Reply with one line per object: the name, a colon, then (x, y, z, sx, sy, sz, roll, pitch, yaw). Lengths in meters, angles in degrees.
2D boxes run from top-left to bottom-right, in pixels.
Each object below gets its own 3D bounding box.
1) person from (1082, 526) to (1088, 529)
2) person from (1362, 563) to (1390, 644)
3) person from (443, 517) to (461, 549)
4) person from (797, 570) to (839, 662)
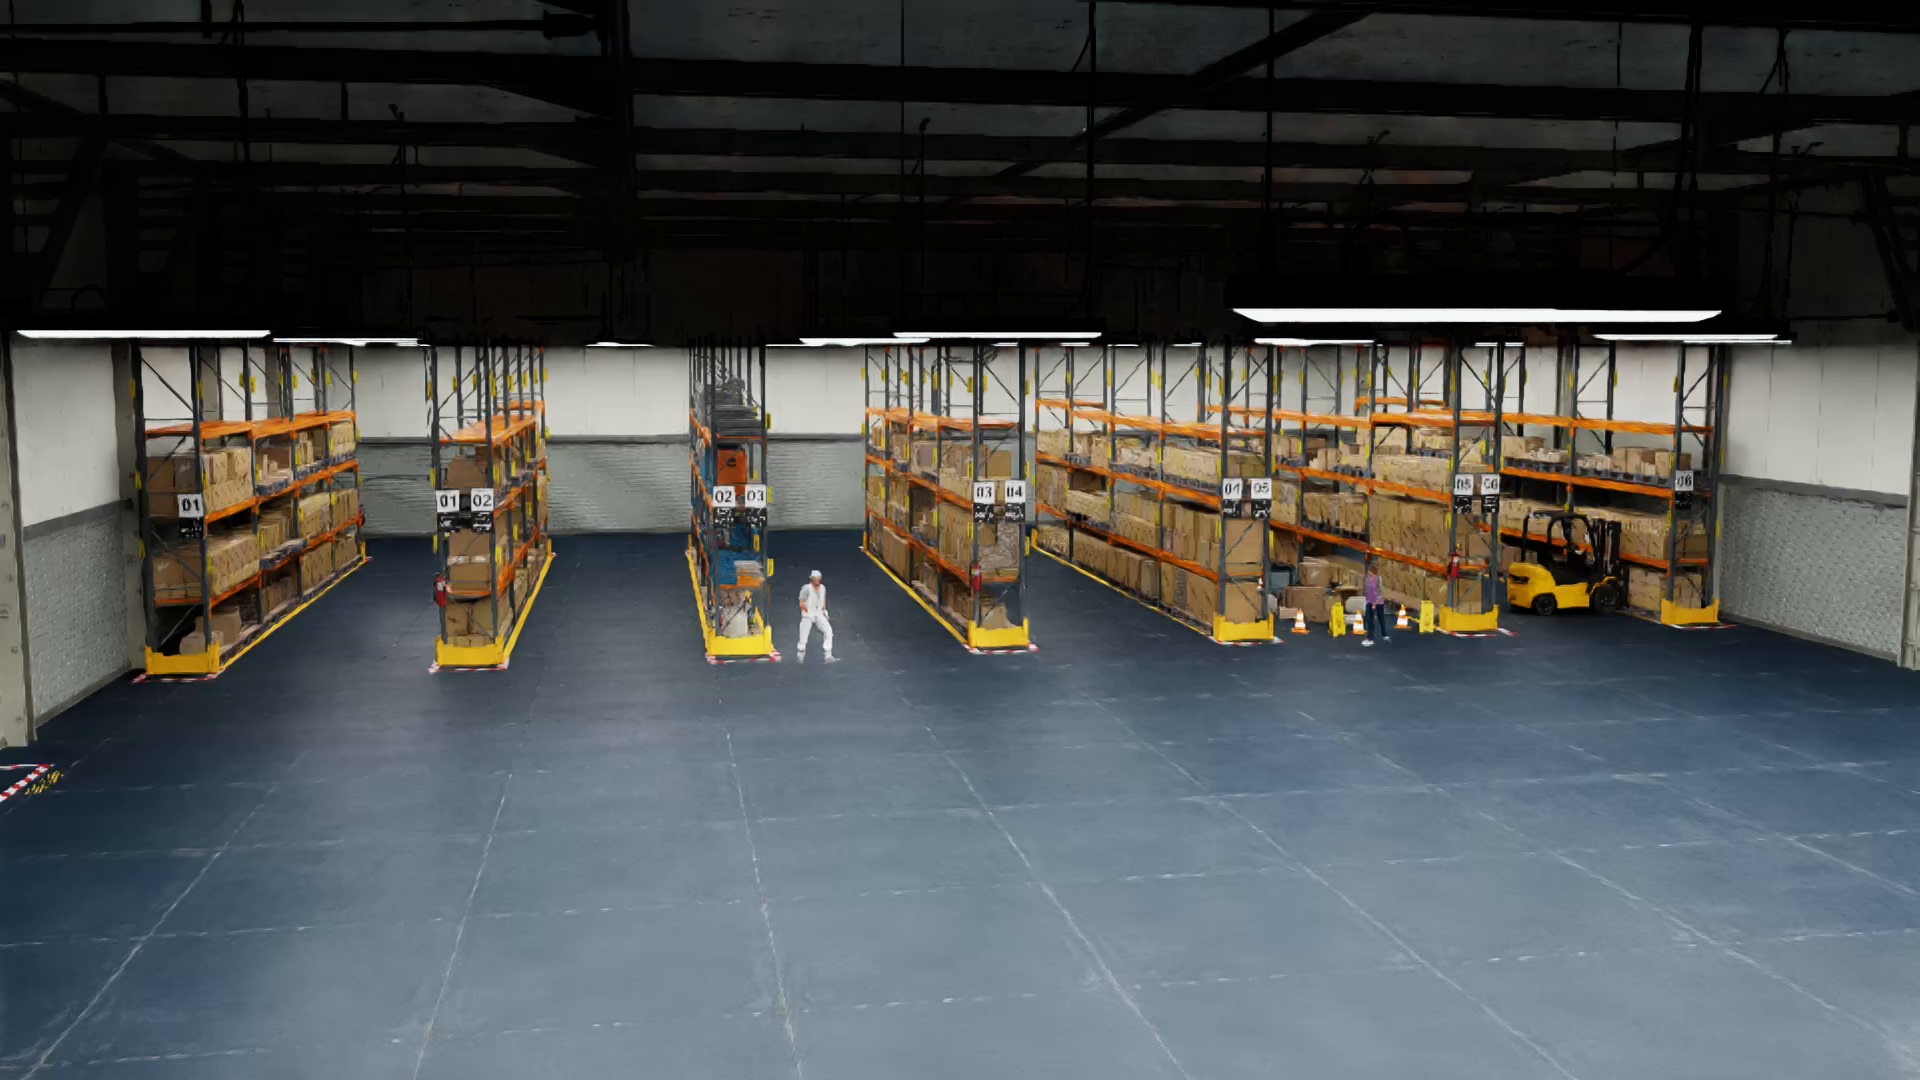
person: (3.803, -0.833, 49.578, 0.512, 1.749, 0.640, -2, 7, -14)
person: (8.115, 1.231, 32.408, 0.640, 1.588, 0.442, -6, 9, -41)
person: (-13.379, -0.137, 43.758, 0.577, 1.691, 1.121, -1, 7, -8)
person: (-2.663, 1.387, 30.343, 0.675, 1.727, 0.774, -4, 8, -31)
